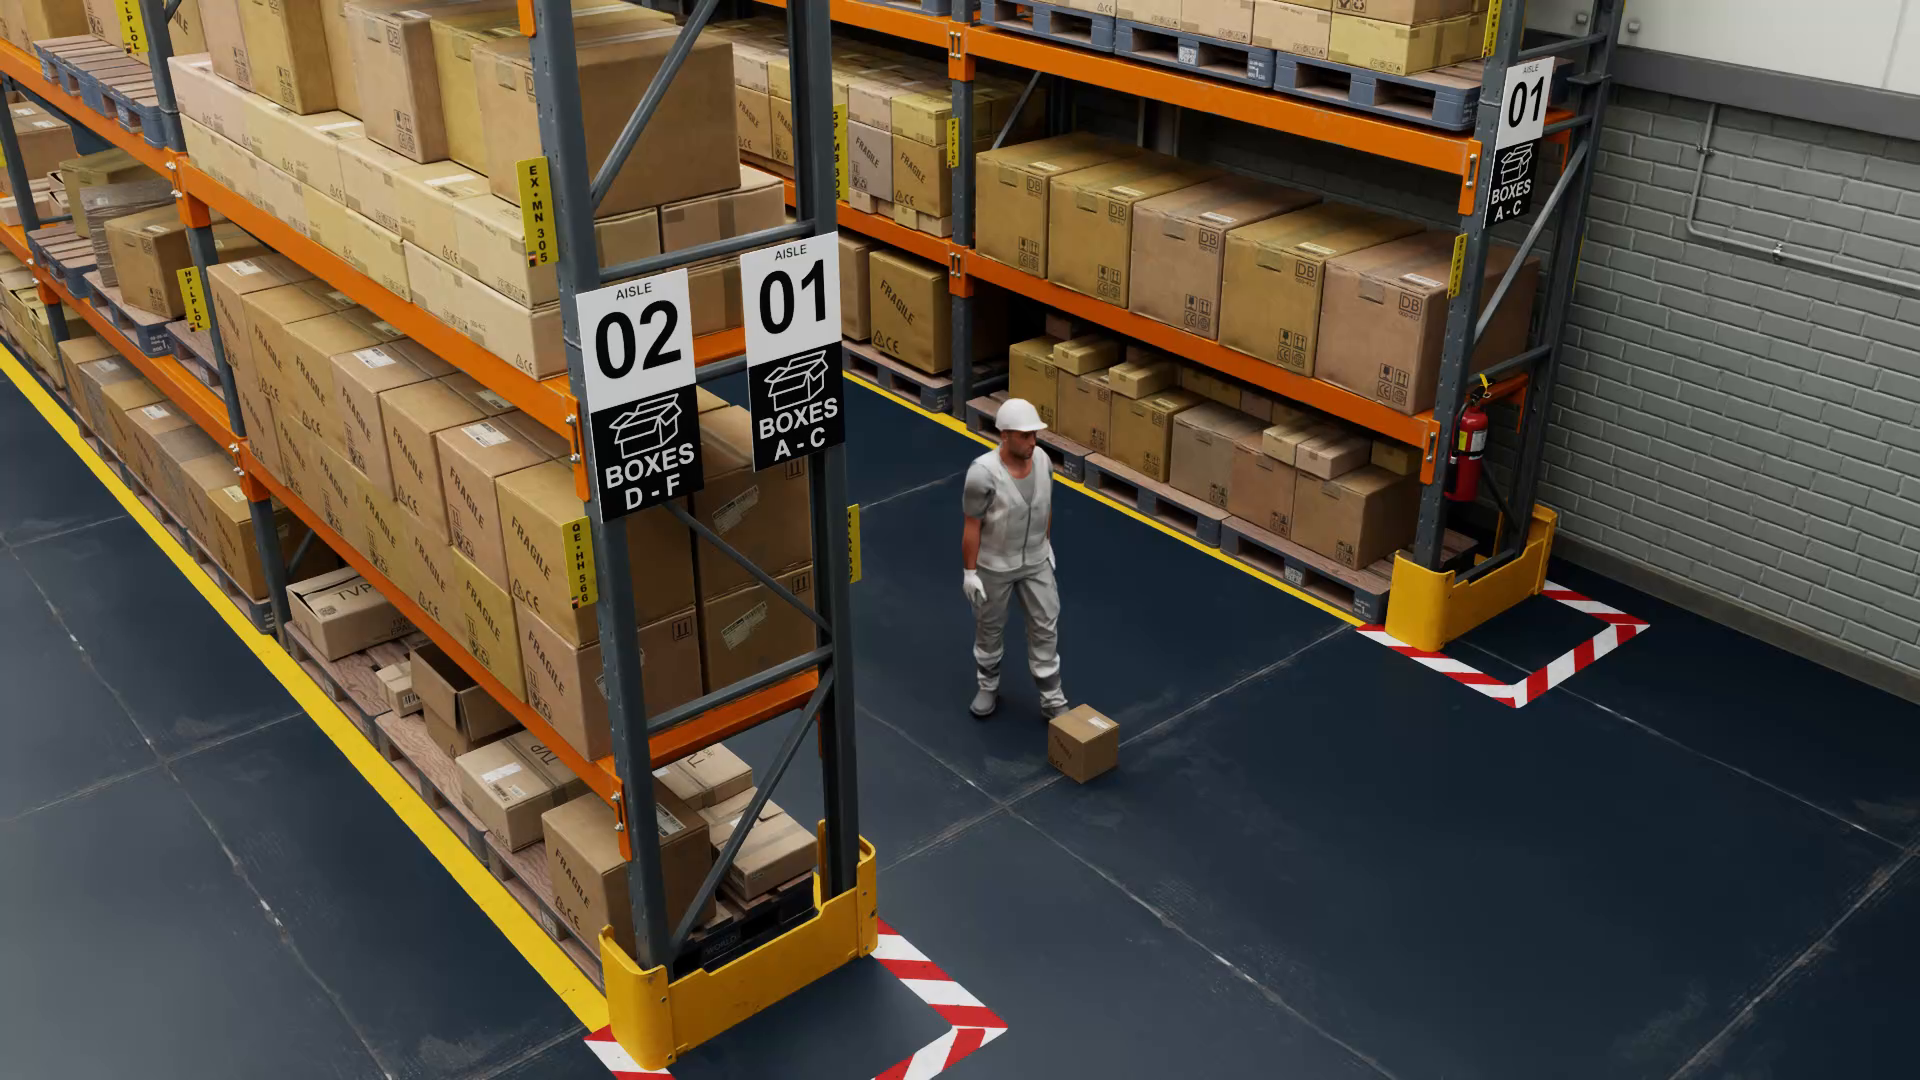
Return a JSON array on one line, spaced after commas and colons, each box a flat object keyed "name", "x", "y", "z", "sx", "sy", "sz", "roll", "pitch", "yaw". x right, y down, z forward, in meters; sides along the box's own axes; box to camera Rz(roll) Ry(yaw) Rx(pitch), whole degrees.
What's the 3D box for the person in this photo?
[{"name": "person", "x": 0.290, "y": 0.145, "z": 8.305, "sx": 0.579, "sy": 1.782, "sz": 0.624, "roll": -13, "pitch": 31, "yaw": -23}]
